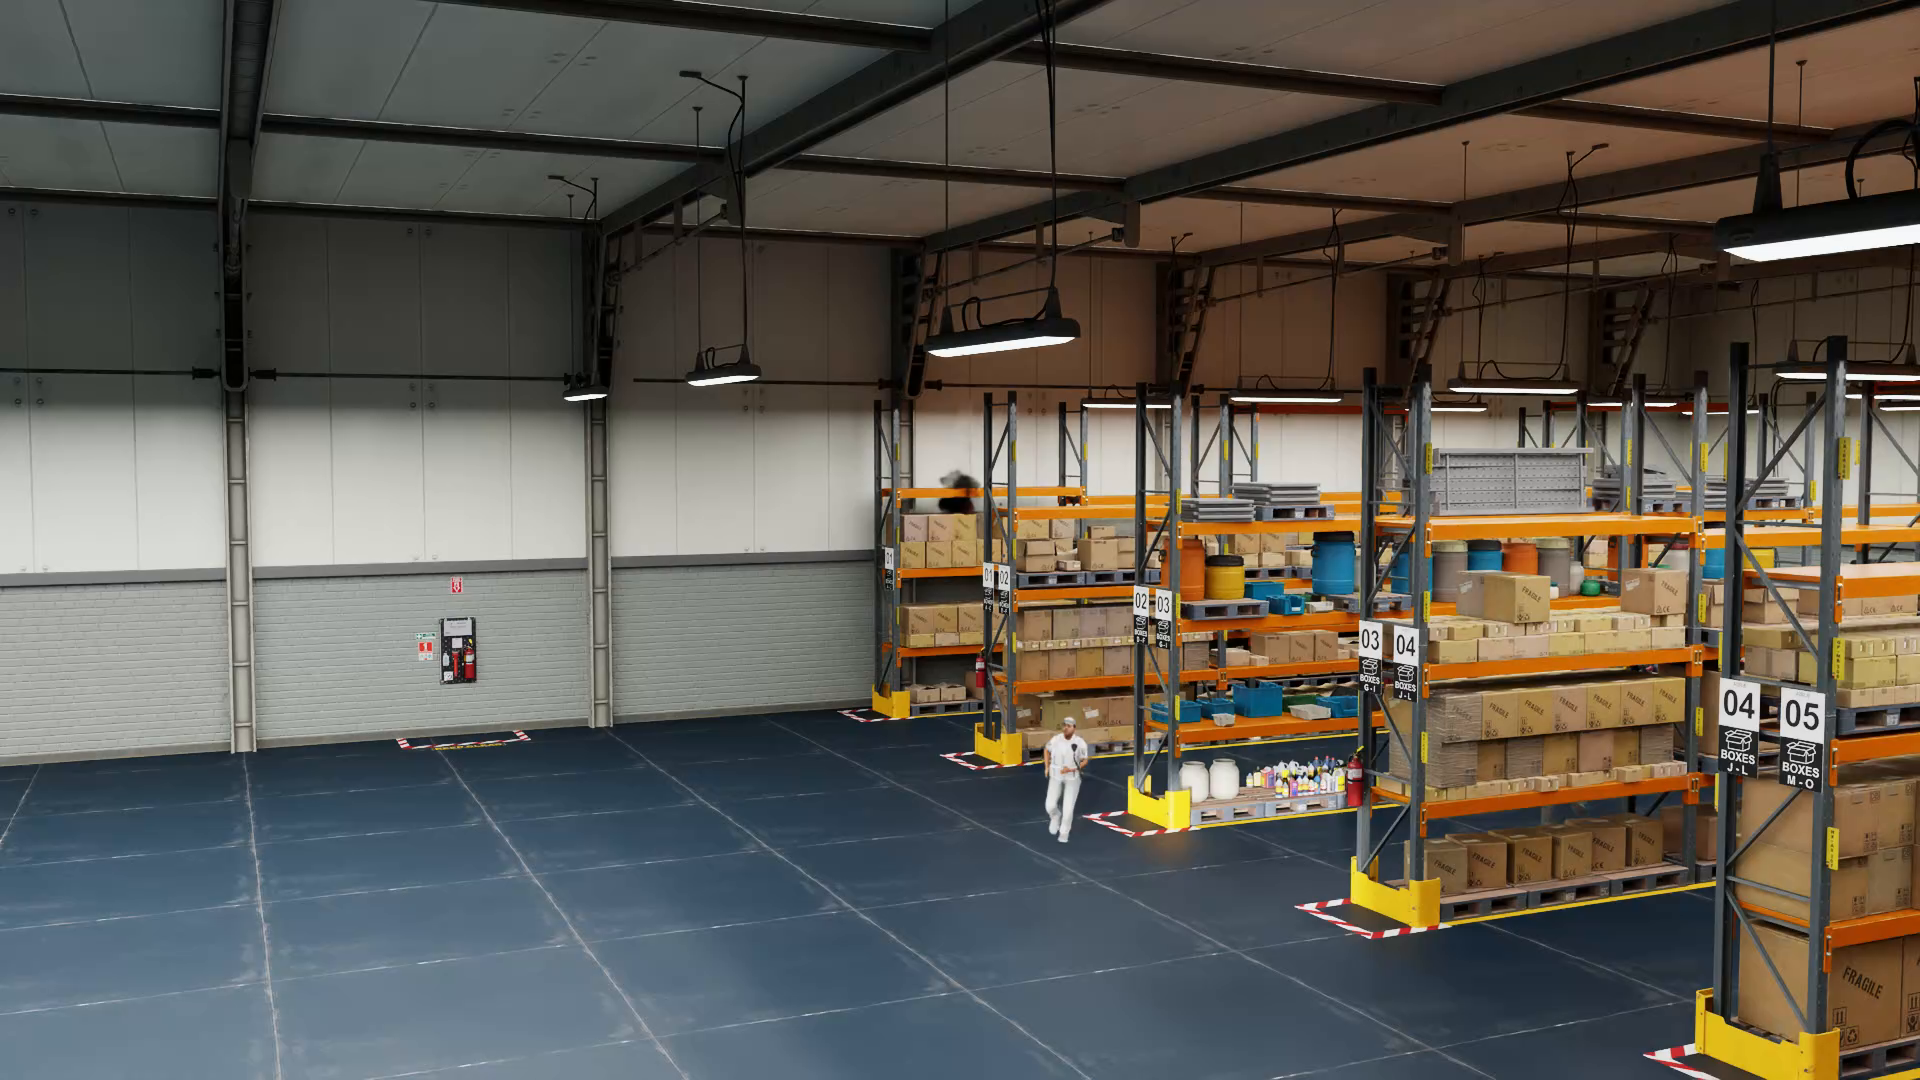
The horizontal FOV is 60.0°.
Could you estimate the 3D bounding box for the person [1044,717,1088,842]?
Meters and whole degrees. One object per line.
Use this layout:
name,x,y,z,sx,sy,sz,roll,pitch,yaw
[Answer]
person,1.355,3.112,21.558,0.612,1.603,0.531,1,3,12

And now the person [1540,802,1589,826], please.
person,7.803,3.041,21.504,0.870,1.708,0.599,-2,4,-25
